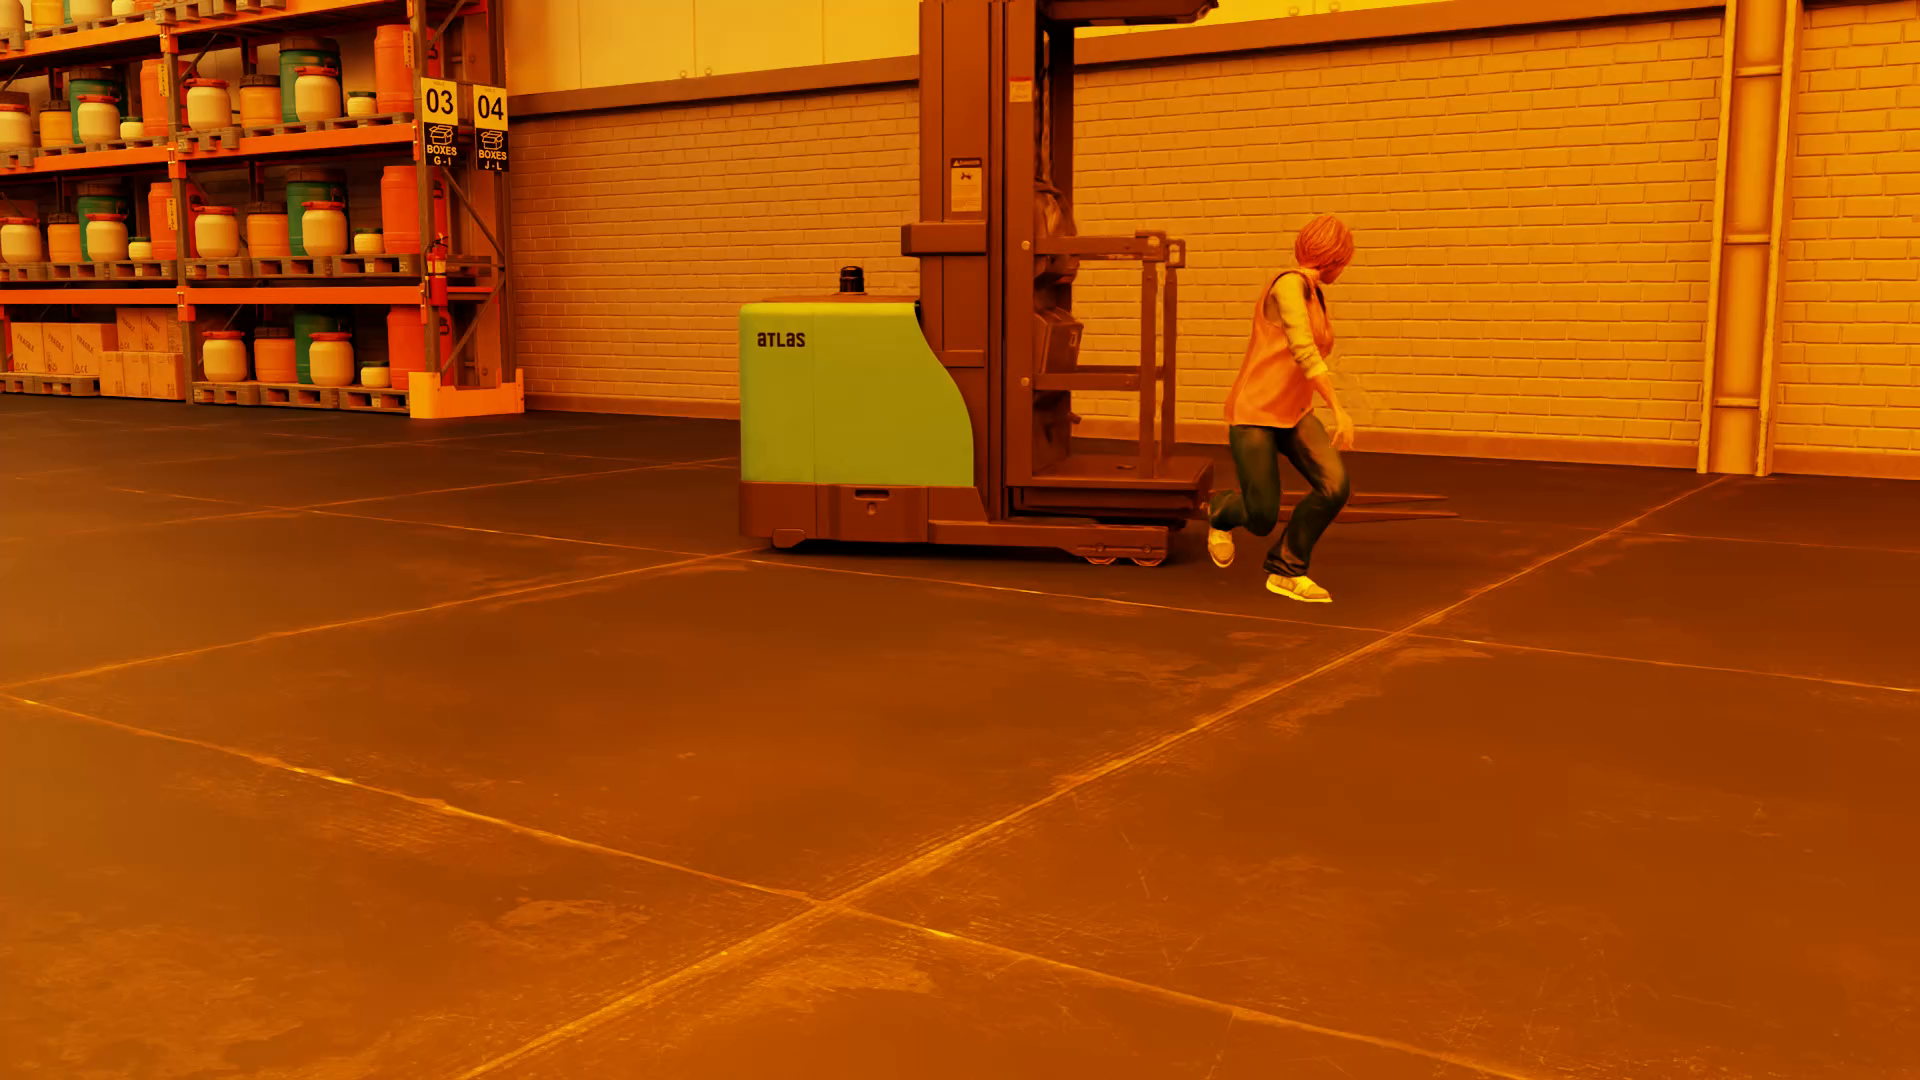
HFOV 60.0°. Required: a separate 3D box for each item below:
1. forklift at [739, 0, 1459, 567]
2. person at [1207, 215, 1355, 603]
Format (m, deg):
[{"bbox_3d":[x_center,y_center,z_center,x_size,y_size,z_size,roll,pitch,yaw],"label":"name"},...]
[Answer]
[{"bbox_3d":[0.608,-1.421,7.186,3.031,2.935,1.130,2,8,12],"label":"forklift"},{"bbox_3d":[1.207,-0.481,6.123,0.542,1.400,0.751,-6,10,-39],"label":"person"}]
